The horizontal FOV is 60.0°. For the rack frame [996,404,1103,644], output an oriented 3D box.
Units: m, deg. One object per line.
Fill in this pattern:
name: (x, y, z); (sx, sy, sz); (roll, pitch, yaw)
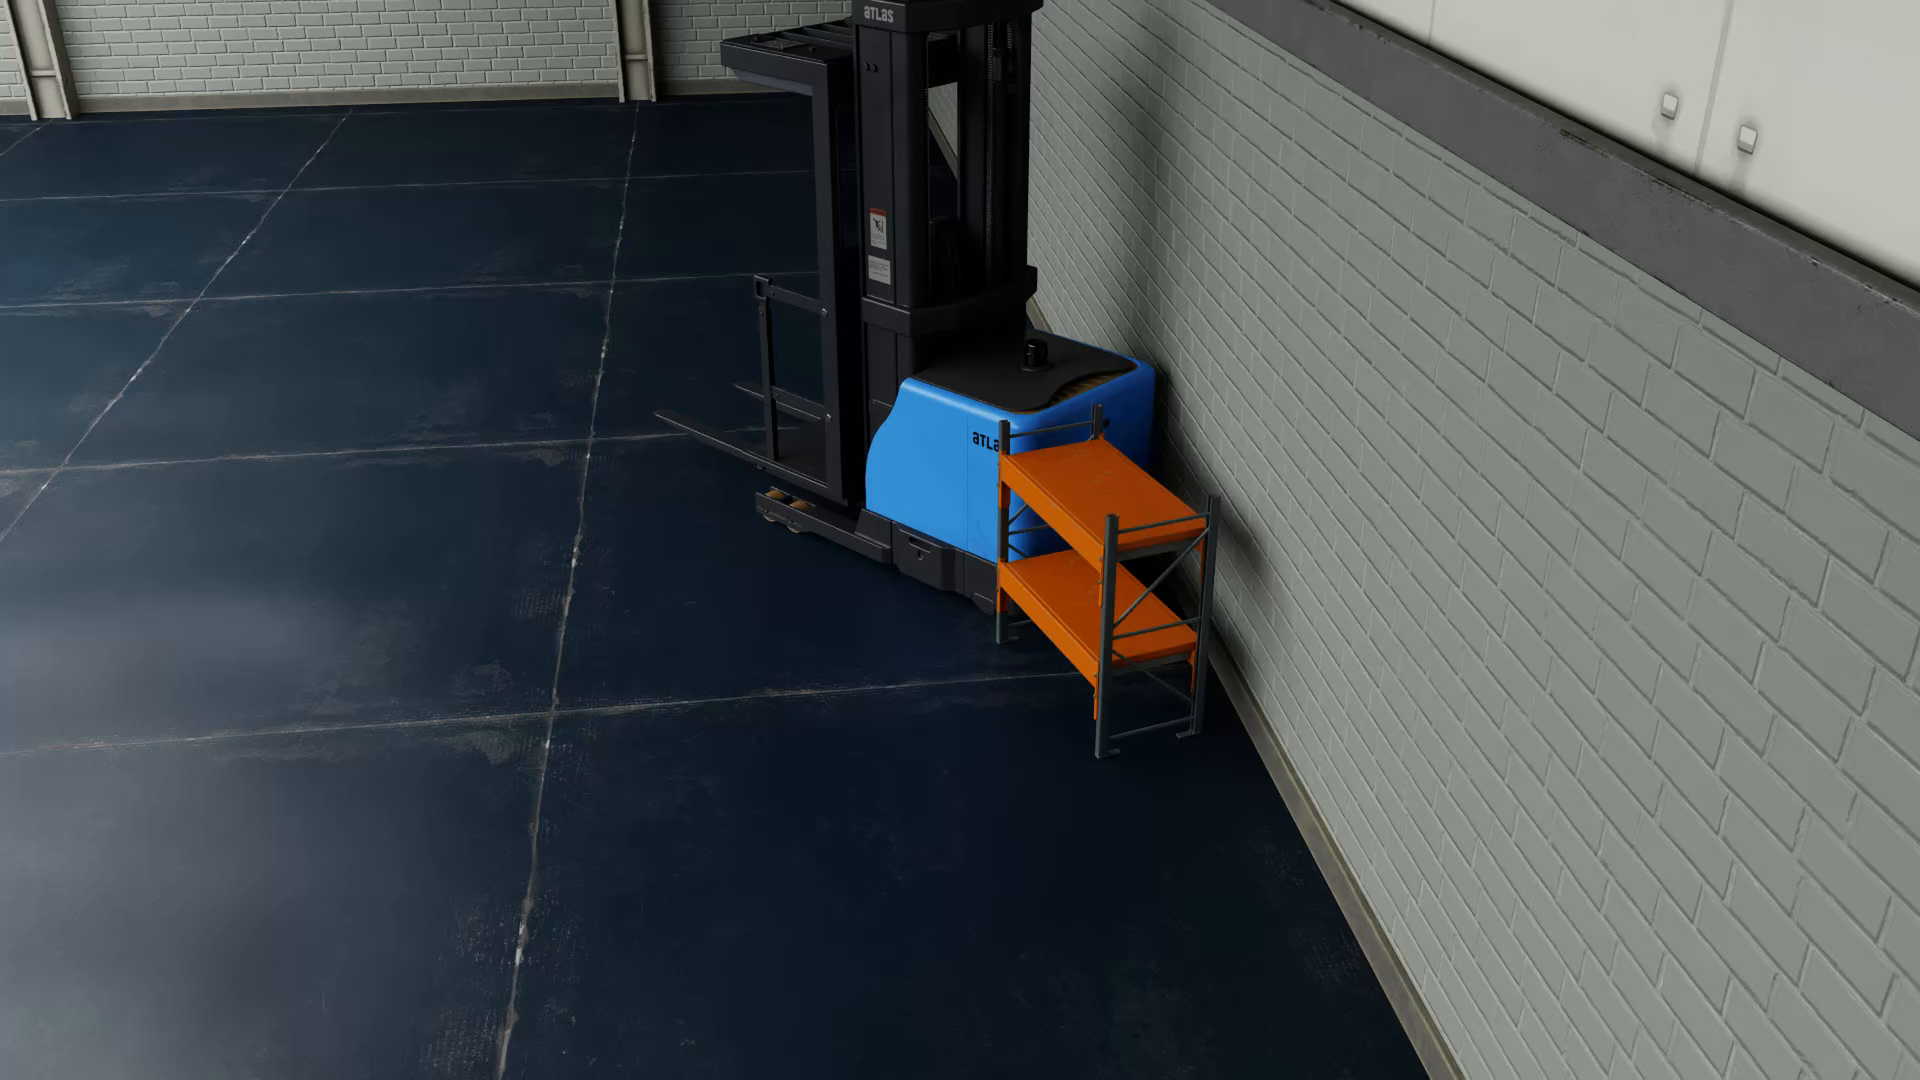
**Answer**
rack frame: (0.406, -0.062, 7.639); (0.500, 1.125, 0.032); (-11, 29, -20)

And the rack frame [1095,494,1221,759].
rack frame: (0.803, 0.365, 6.806); (0.500, 1.125, 0.032); (-11, 29, -20)

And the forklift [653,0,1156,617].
forklift: (-0.458, -1.497, 8.458); (3.031, 2.935, 1.130); (23, 35, 37)

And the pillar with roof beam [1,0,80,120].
pillar with roof beam: (-8.845, -6.490, 11.540); (0.400, 9.000, 9.100); (-4, 27, -7)

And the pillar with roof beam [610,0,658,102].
pillar with roof beam: (-2.903, -6.871, 12.284); (0.400, 9.000, 9.100); (-4, 27, -7)

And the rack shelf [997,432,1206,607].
rack shelf: (0.605, -0.109, 7.089); (0.538, 0.278, 1.000); (-11, 29, -20)

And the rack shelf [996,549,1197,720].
rack shelf: (0.605, 0.369, 7.334); (0.538, 0.278, 1.000); (-11, 29, -20)

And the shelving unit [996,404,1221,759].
shelving unit: (0.605, 0.152, 7.222); (0.538, 1.125, 1.048); (-11, 29, -20)
